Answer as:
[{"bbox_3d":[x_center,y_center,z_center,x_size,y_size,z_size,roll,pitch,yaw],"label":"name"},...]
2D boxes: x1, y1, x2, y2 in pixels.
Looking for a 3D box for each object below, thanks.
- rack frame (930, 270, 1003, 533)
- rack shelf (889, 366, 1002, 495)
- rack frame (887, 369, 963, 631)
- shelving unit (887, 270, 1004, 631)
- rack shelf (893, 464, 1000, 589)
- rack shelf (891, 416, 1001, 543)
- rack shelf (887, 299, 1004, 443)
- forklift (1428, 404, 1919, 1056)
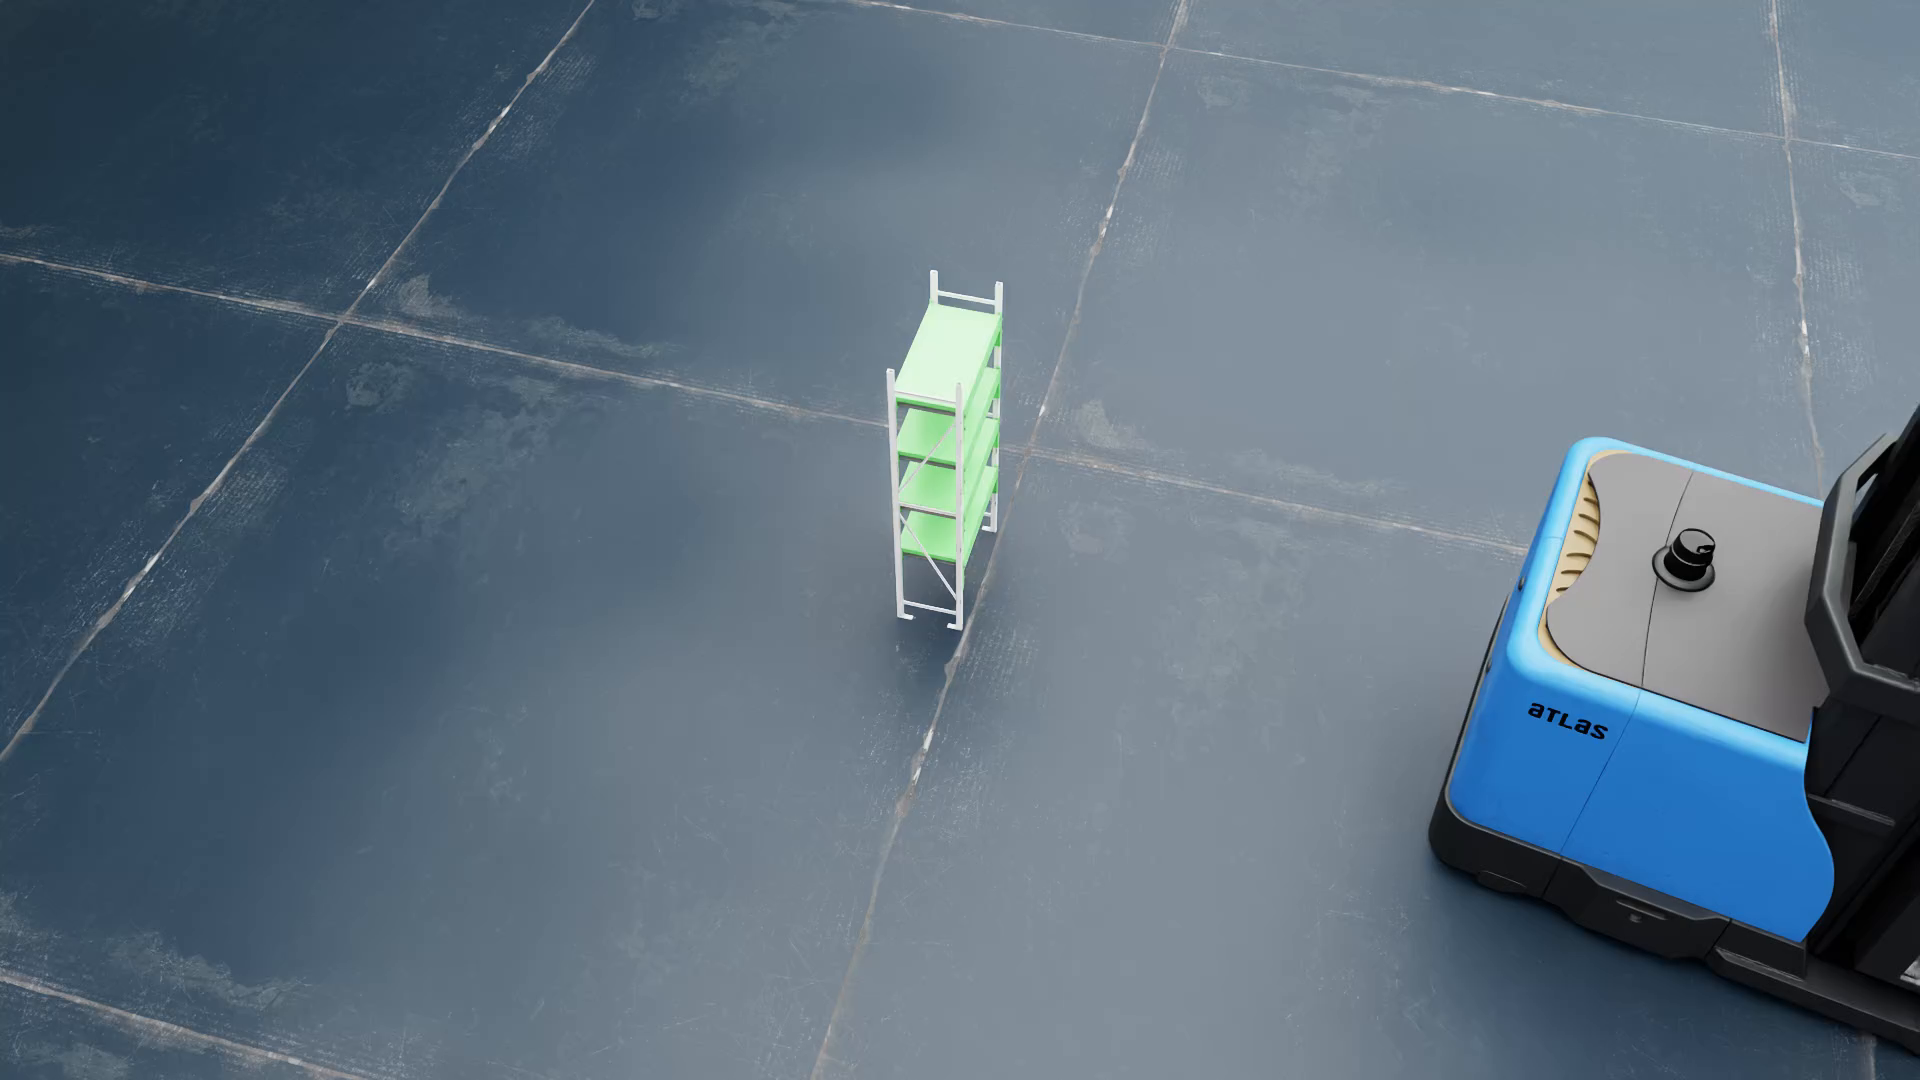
[{"bbox_3d":[0.021,-0.454,5.850,0.240,1.200,0.015,12,50,10],"label":"rack frame"},{"bbox_3d":[-0.044,-0.394,5.562,0.258,0.148,0.480,12,50,10],"label":"rack shelf"},{"bbox_3d":[-0.108,-0.101,5.539,0.240,1.200,0.015,12,50,10],"label":"rack frame"},{"bbox_3d":[-0.044,-0.277,5.694,0.258,1.200,0.503,12,50,10],"label":"shelving unit"},{"bbox_3d":[-0.044,-0.076,5.922,0.258,0.148,0.480,12,50,10],"label":"rack shelf"},{"bbox_3d":[-0.044,-0.235,5.742,0.258,0.148,0.480,12,50,10],"label":"rack shelf"},{"bbox_3d":[-0.044,-0.553,5.383,0.258,0.148,0.480,12,50,10],"label":"rack shelf"},{"bbox_3d":[3.056,0.198,4.120,3.031,2.935,1.130,19,51,16],"label":"forklift"}]
